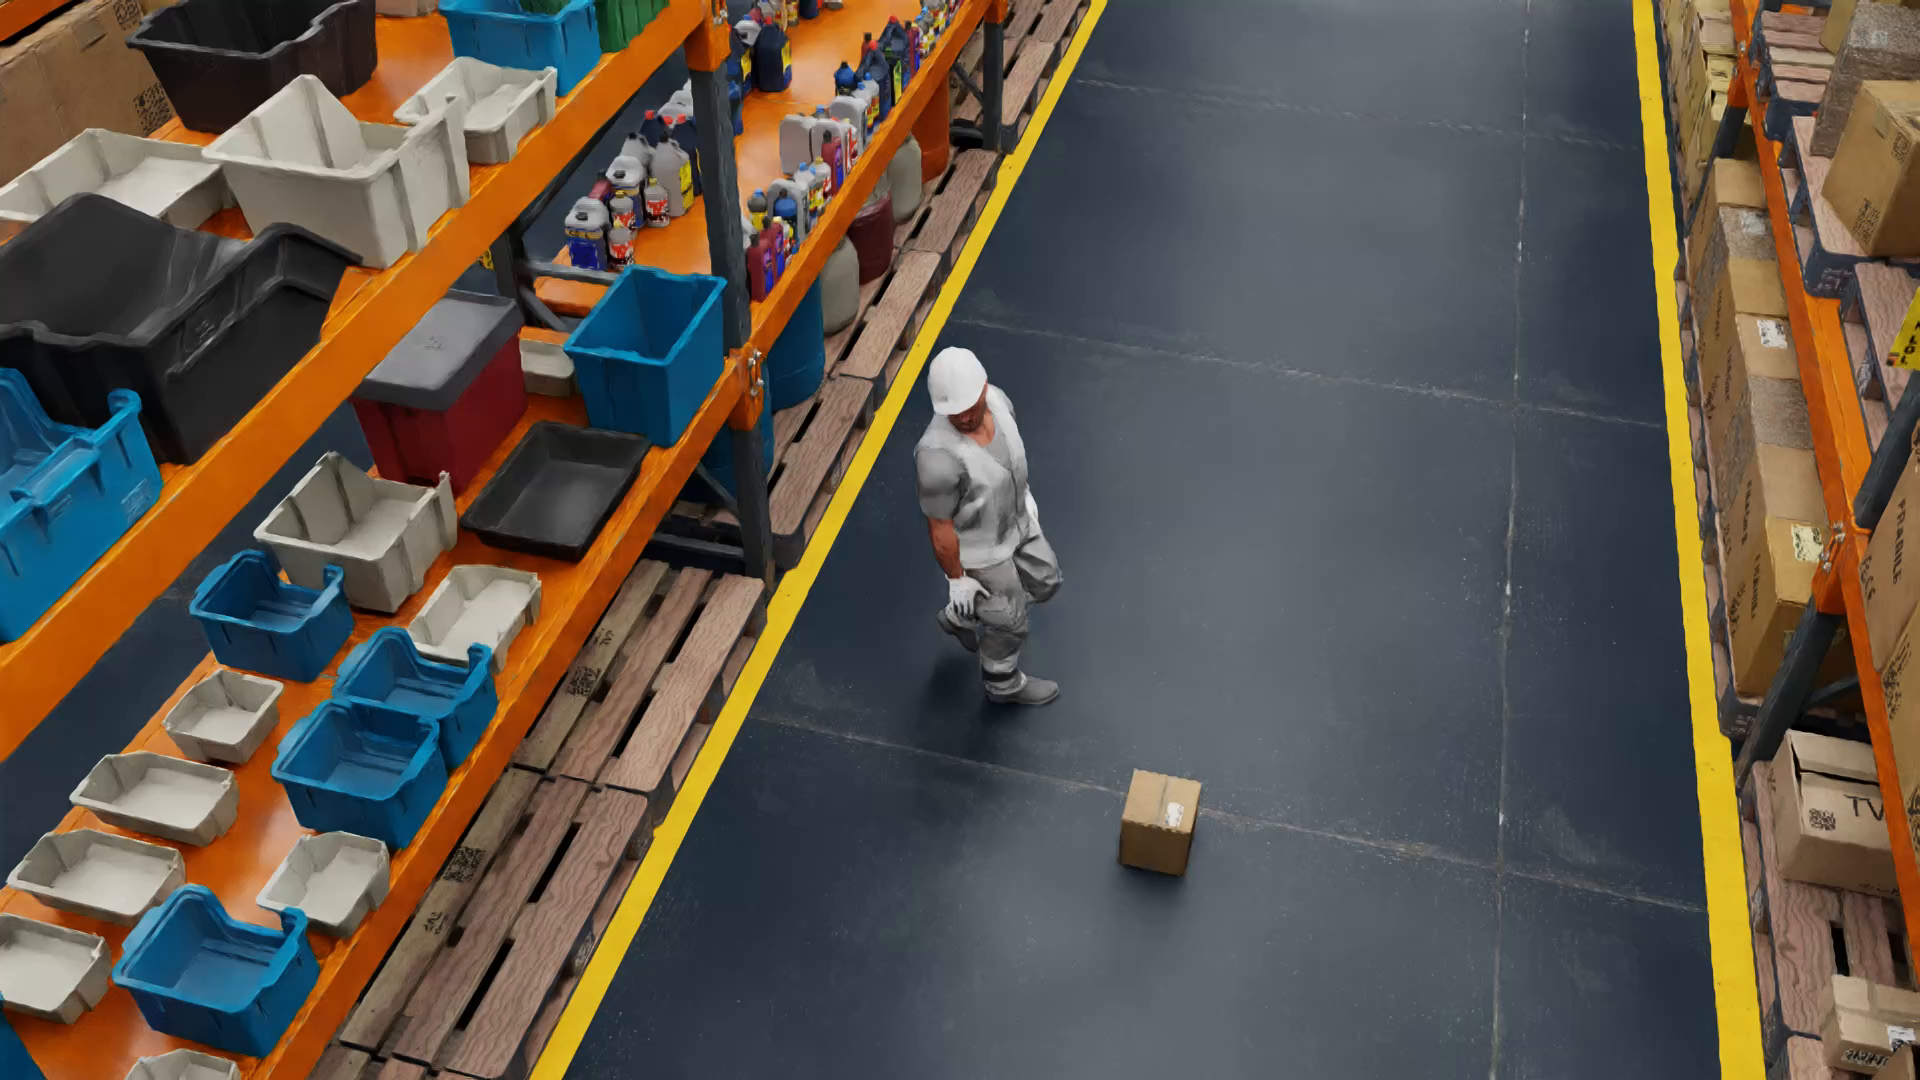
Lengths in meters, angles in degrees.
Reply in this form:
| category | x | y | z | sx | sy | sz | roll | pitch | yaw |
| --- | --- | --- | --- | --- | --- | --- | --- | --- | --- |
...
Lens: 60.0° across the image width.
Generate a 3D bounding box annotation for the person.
| category | x | y | z | sx | sy | sz | roll | pitch | yaw |
| --- | --- | --- | --- | --- | --- | --- | --- | --- | --- |
| person | 0.104 | -0.002 | 6.170 | 0.539 | 1.758 | 0.603 | 13 | 42 | 15 |
